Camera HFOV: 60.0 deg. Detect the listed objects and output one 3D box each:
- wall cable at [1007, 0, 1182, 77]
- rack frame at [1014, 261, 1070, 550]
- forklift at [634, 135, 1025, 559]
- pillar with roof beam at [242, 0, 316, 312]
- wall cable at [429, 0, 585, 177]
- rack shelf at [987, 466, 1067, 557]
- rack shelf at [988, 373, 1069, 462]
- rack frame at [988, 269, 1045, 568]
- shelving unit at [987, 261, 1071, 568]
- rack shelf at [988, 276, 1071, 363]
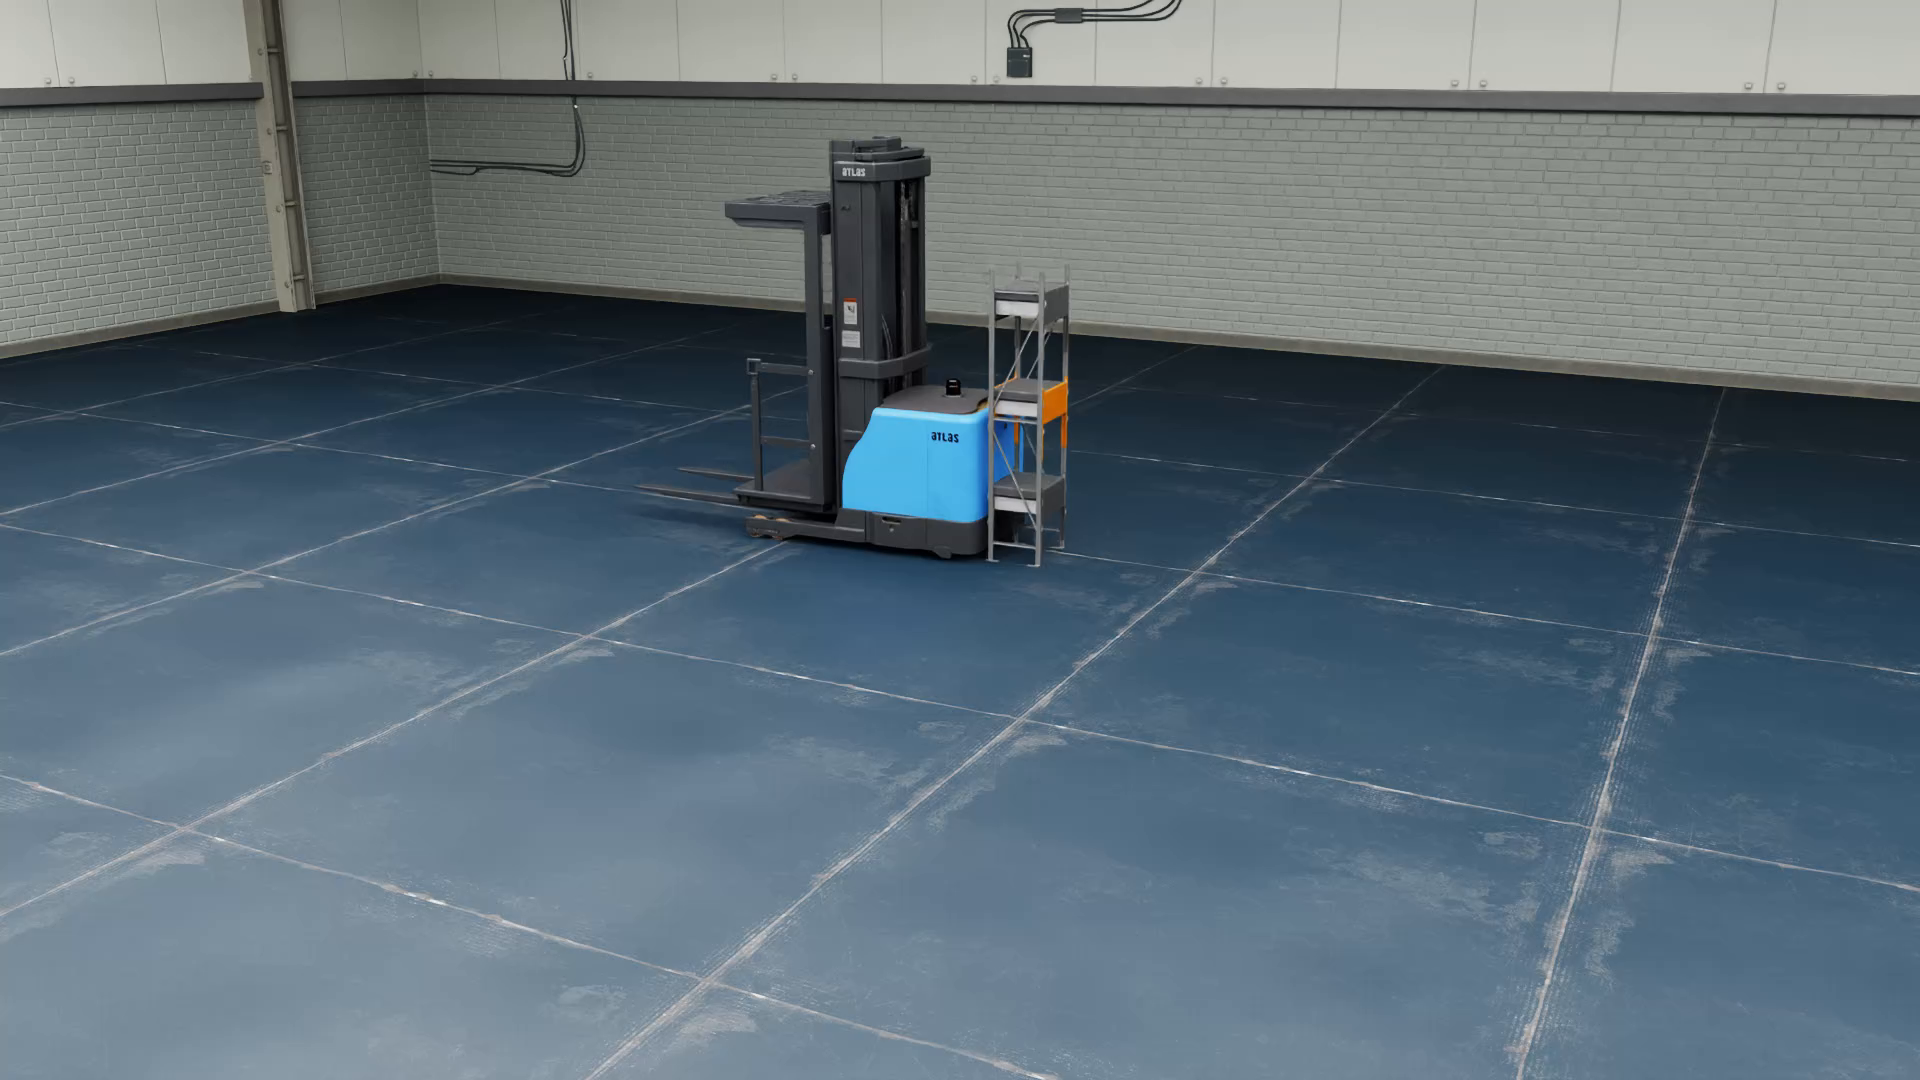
[{"bbox_3d":[1.633,-8.566,19.586,2.305,6.003,0.169,8,18,25],"label":"wall cable"},{"bbox_3d":[0.587,-0.958,12.062,0.400,2.100,0.015,7,18,23],"label":"rack frame"},{"bbox_3d":[-1.069,-1.530,12.529,3.031,2.935,1.130,7,18,23],"label":"forklift"},{"bbox_3d":[-5.501,-7.018,20.347,9.100,9.000,0.400,8,18,25],"label":"pillar with roof beam"},{"bbox_3d":[-6.853,-6.659,24.593,3.097,2.526,0.112,8,18,25],"label":"wall cable"},{"bbox_3d":[0.488,-0.210,12.052,0.431,0.518,0.480,7,18,23],"label":"rack shelf"},{"bbox_3d":[0.488,-0.882,11.852,0.431,0.518,0.480,7,18,23],"label":"rack shelf"},{"bbox_3d":[0.389,-0.831,11.635,0.400,2.100,0.015,7,18,23],"label":"rack frame"},{"bbox_3d":[0.488,-0.895,11.848,0.431,2.100,0.503,7,18,23],"label":"shelving unit"},{"bbox_3d":[0.488,-1.553,11.653,0.431,0.518,0.480,7,18,23],"label":"rack shelf"}]
